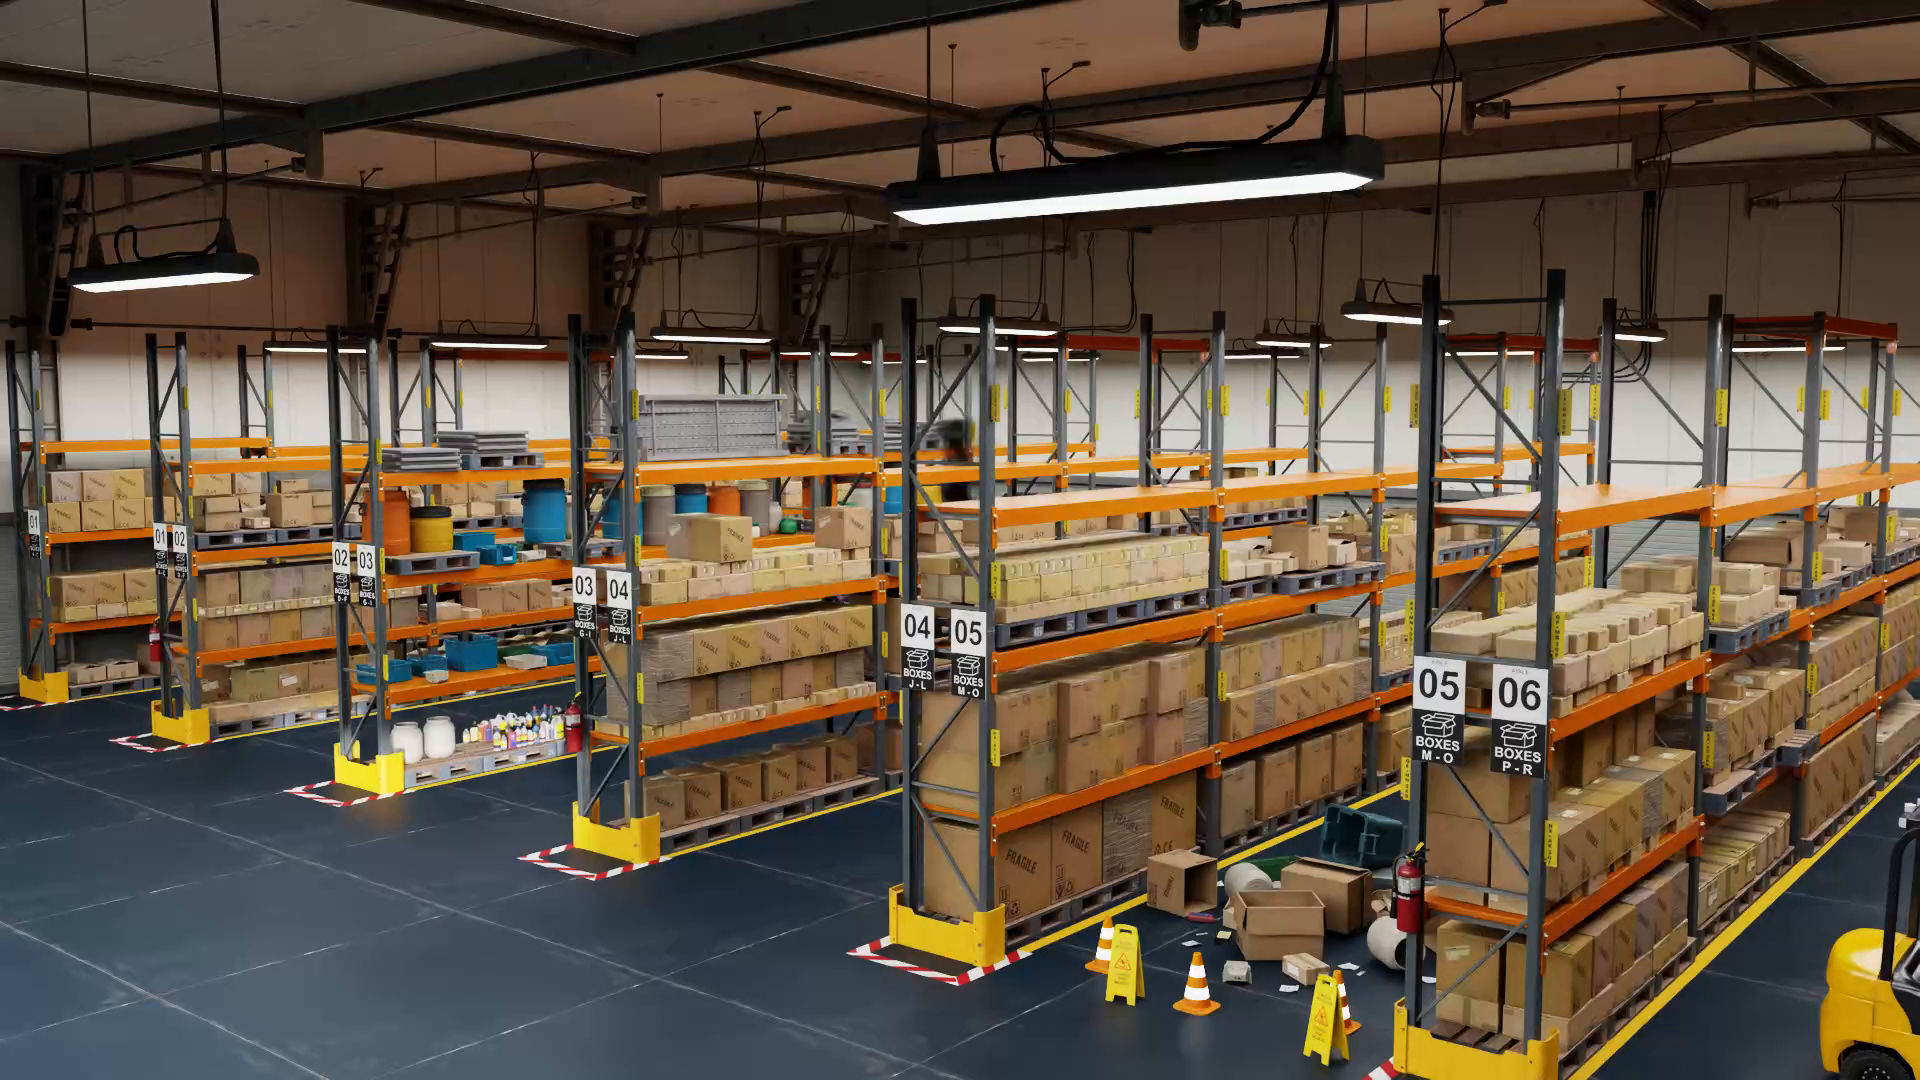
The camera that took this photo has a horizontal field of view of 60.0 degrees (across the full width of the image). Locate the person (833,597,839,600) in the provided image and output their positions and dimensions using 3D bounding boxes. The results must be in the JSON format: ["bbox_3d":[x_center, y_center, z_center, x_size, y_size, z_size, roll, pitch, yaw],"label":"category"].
[{"bbox_3d":[-2.543,1.565,30.974,0.549,1.629,0.614,4,6,35],"label":"person"}]

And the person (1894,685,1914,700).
[{"bbox_3d":[14.457,2.015,25.741,0.899,1.790,0.606,4,7,41],"label":"person"}]
